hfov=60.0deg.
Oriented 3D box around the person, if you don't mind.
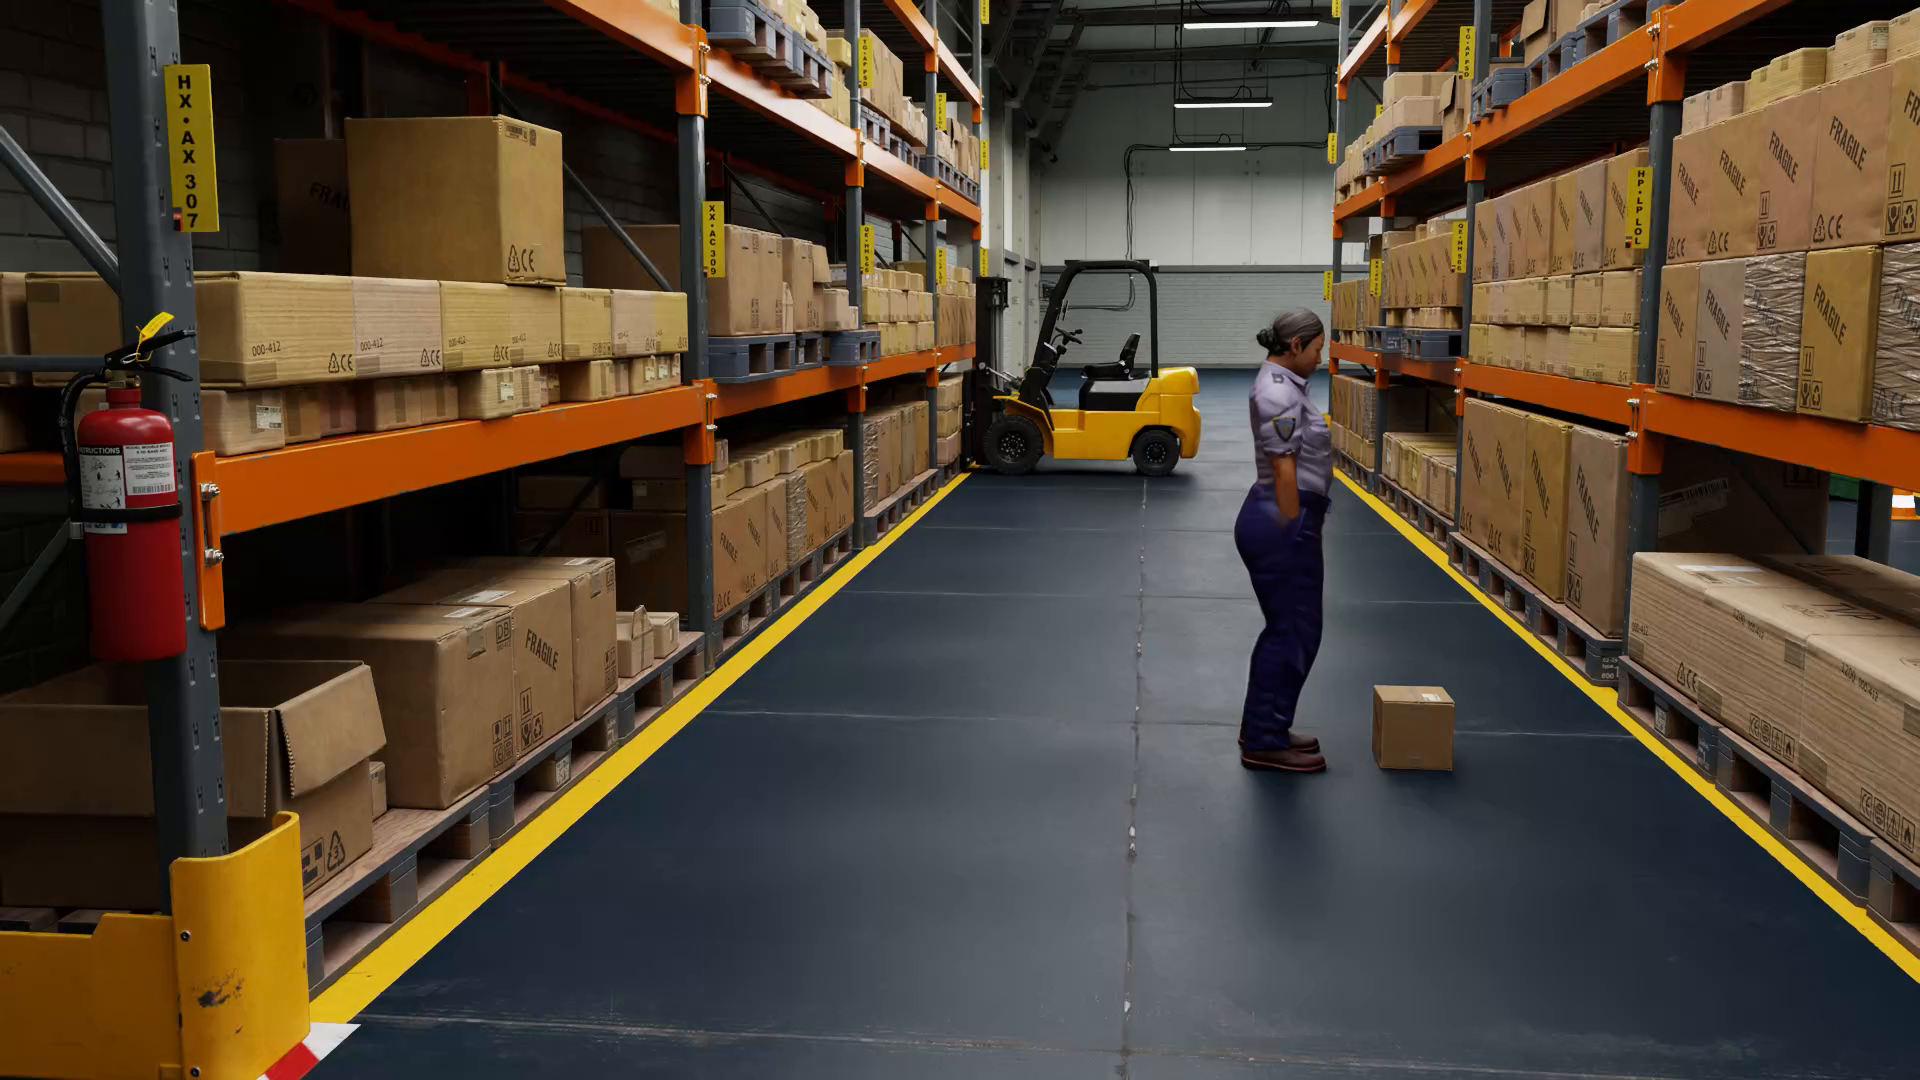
[{"bbox_3d":[1.164,-0.012,6.009,0.338,1.639,0.476,1,8,7],"label":"person"}]
